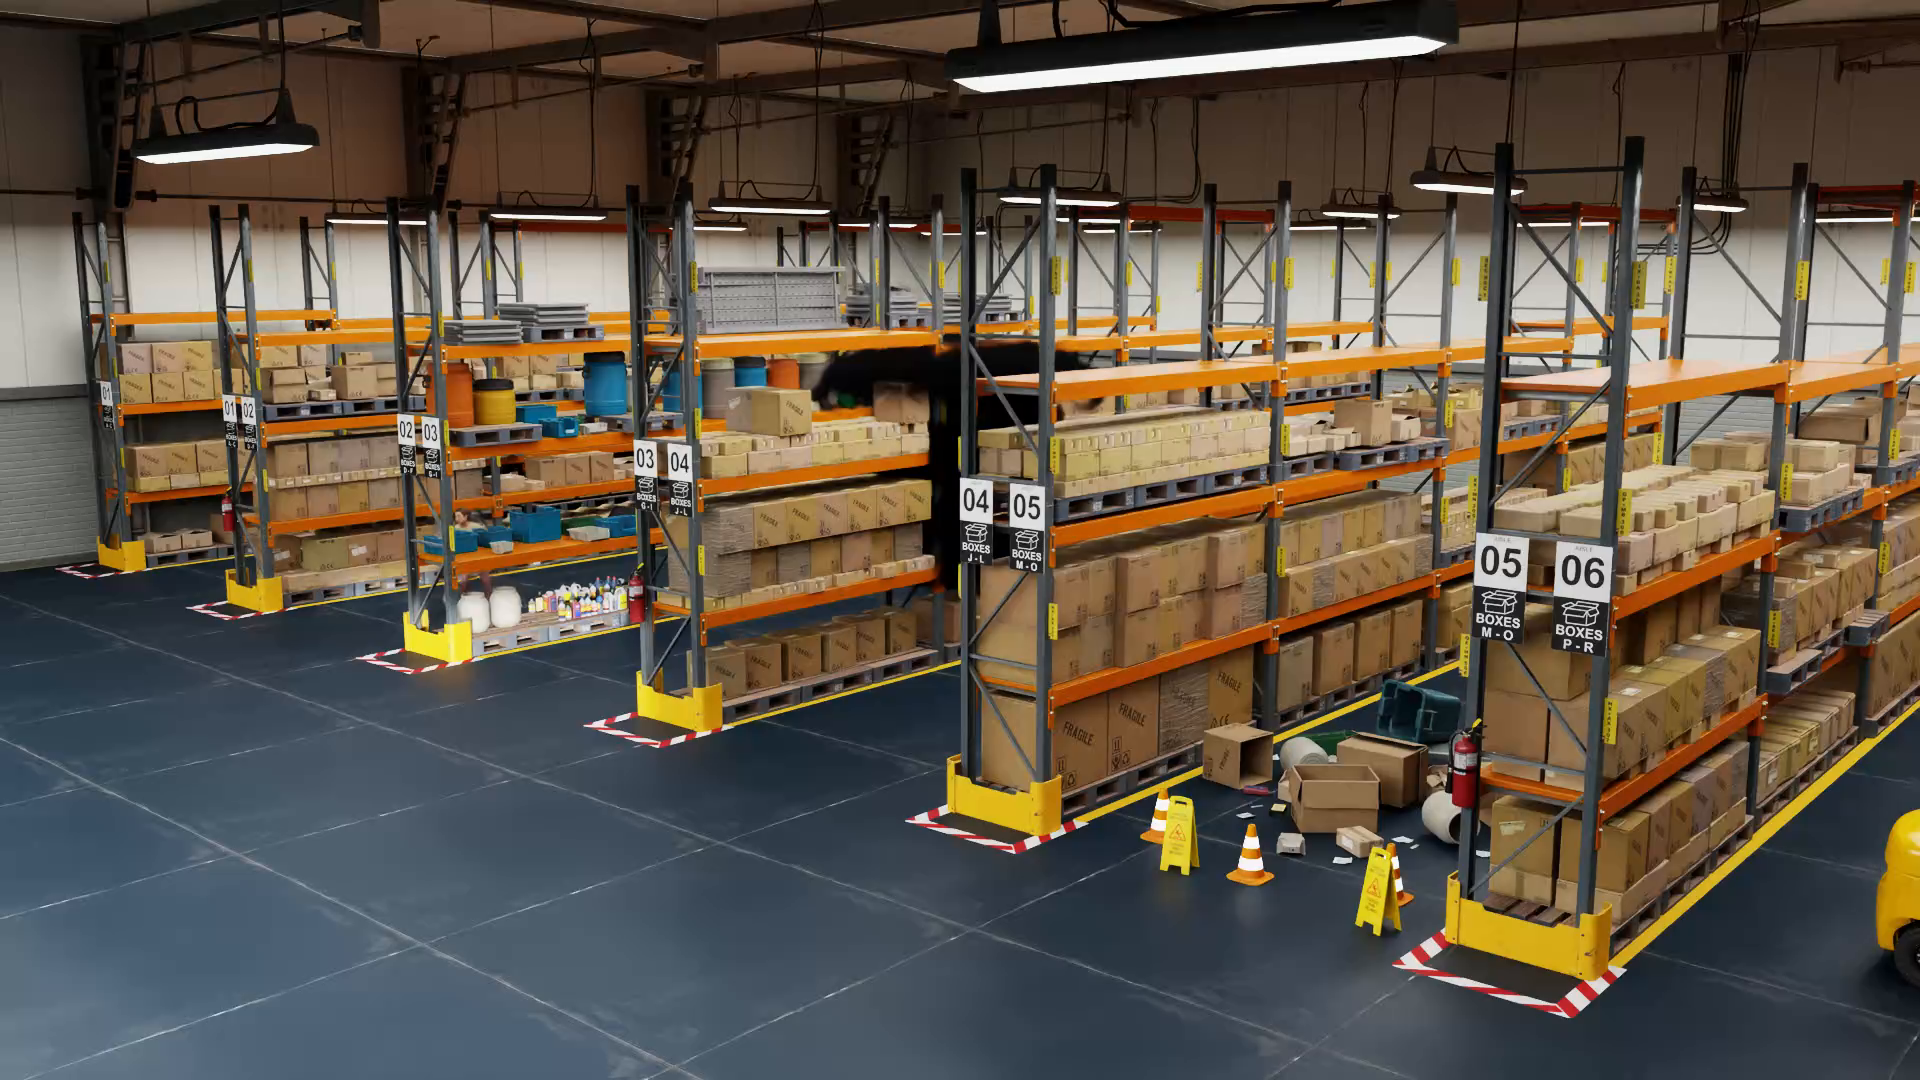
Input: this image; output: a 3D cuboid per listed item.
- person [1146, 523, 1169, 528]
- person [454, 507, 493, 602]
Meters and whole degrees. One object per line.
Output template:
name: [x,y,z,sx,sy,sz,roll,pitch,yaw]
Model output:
person: [2.785,0.298,22.785,0.743,1.743,0.990,5,11,29]
person: [-7.271,0.289,24.823,0.616,1.603,0.729,-2,10,-11]
